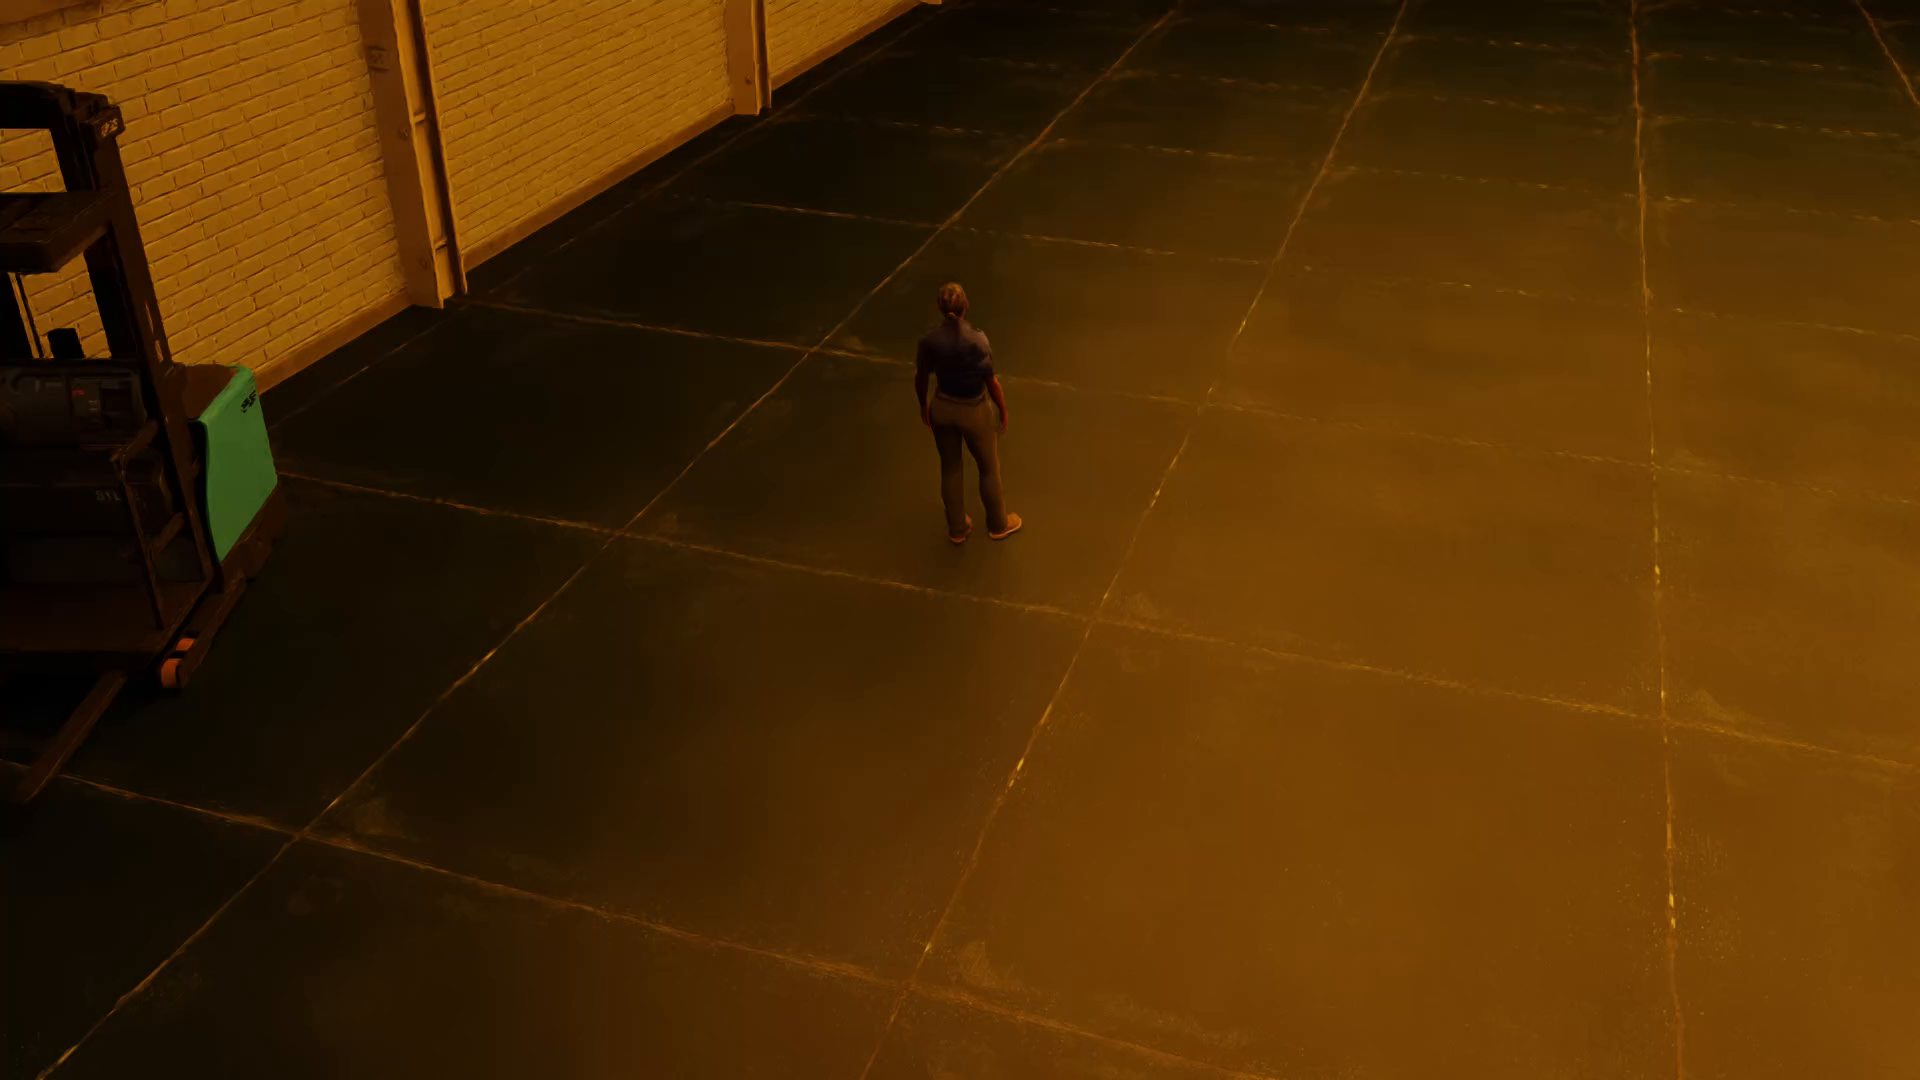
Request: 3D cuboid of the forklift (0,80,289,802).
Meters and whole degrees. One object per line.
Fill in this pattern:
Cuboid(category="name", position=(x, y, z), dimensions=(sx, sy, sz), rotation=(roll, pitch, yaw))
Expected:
Cuboid(category="forklift", position=(-4.612, -0.639, 8.257), dimensions=(1.130, 2.935, 3.031), rotation=(-1, 30, -1))

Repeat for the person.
Cuboid(category="person", position=(0.047, -0.763, 9.749), dimensions=(0.570, 1.654, 0.503), rotation=(10, 31, 16))
